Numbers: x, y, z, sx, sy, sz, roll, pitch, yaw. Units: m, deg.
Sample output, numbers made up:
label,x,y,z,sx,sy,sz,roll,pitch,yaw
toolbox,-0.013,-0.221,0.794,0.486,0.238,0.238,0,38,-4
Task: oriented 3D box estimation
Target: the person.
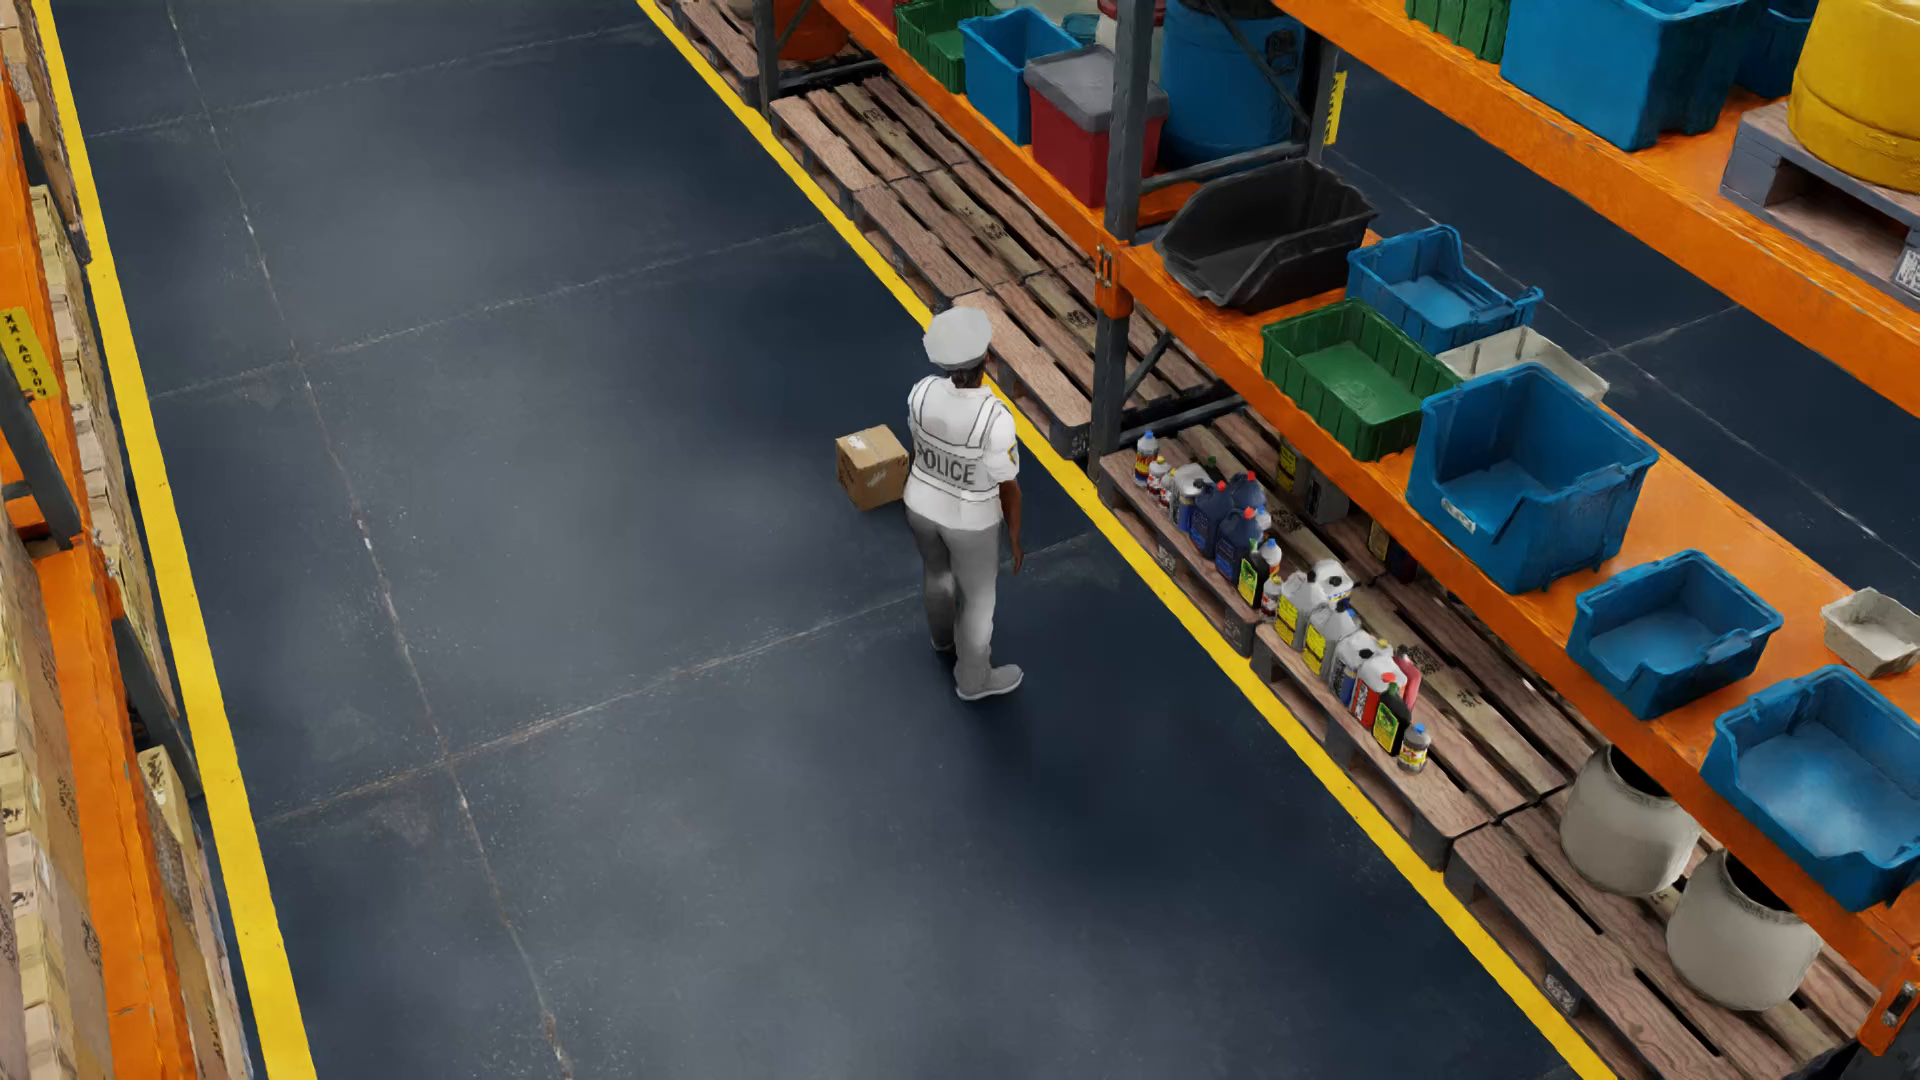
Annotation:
label,x,y,z,sx,sy,sz,roll,pitch,yaw
person,0.058,-0.132,6.268,0.520,1.686,0.488,23,46,23
